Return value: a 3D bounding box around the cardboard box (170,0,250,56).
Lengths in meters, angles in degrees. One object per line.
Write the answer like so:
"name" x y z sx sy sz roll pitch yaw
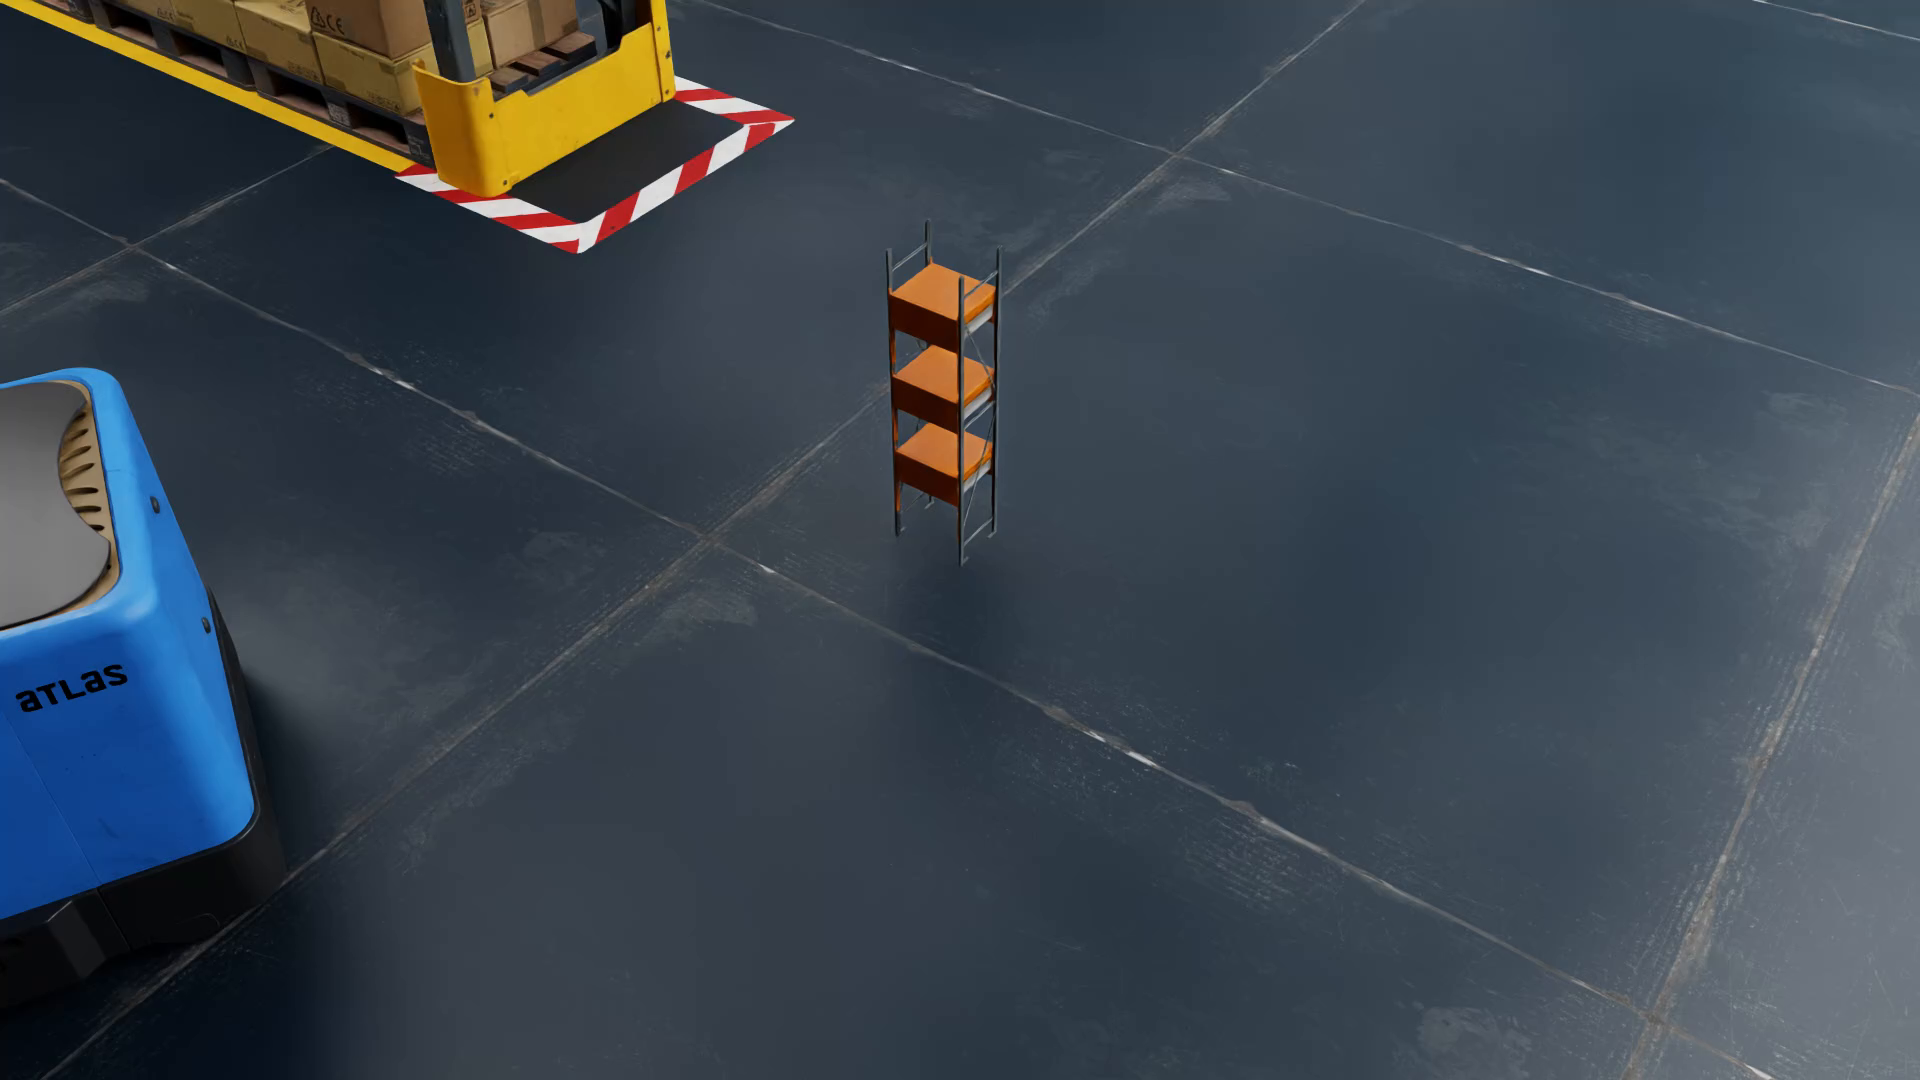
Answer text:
"cardboard box" -3.186 -2.448 7.484 0.500 0.250 0.500 25 48 25

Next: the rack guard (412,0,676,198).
"rack guard" -1.731 -1.957 7.062 0.348 0.500 1.175 25 48 25

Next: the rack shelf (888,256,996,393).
"rack shelf" -0.044 -0.615 4.741 0.240 0.259 0.215 25 48 25

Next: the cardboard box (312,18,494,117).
"cardboard box" -2.359 -2.073 7.064 0.500 0.250 0.500 25 48 25

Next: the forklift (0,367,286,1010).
"forklift" -3.256 -0.022 3.076 3.031 2.935 1.130 -18 45 -19

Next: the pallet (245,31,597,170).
"pallet" -2.401 -2.128 7.470 1.213 0.211 1.003 25 48 25

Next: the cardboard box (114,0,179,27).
"cardboard box" -3.594 -2.641 7.699 0.500 0.250 0.500 25 48 25

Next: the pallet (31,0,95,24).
"pallet" -4.398 -3.062 8.514 1.213 0.211 1.003 25 48 25

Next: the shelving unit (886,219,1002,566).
"shelving unit" -0.044 -0.412 4.923 0.252 1.050 0.215 25 48 25

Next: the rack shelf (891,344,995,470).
"rack shelf" -0.044 -0.404 4.930 0.240 0.259 0.215 25 48 25

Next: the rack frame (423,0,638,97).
"rack frame" -1.751 -2.897 6.238 0.127 3.000 1.000 25 48 25

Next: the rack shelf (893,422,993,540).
"rack shelf" -0.044 -0.197 5.115 0.240 0.259 0.215 25 48 25

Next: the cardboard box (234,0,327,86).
"cardboard box" -2.776 -2.258 7.271 0.500 0.250 0.500 25 48 25

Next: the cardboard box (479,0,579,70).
"cardboard box" -2.062 -2.356 7.380 0.500 0.250 0.500 25 48 25

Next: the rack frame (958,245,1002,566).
"rack frame" 0.056 -0.365 4.871 0.008 1.050 0.200 25 48 25

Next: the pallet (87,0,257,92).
"pallet" -3.395 -2.596 7.992 1.213 0.211 1.003 25 48 25

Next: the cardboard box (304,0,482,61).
"cardboard box" -2.361 -2.351 6.813 0.500 0.500 0.500 25 48 25

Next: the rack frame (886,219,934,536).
"rack frame" -0.144 -0.458 4.975 0.008 1.050 0.200 25 48 25
